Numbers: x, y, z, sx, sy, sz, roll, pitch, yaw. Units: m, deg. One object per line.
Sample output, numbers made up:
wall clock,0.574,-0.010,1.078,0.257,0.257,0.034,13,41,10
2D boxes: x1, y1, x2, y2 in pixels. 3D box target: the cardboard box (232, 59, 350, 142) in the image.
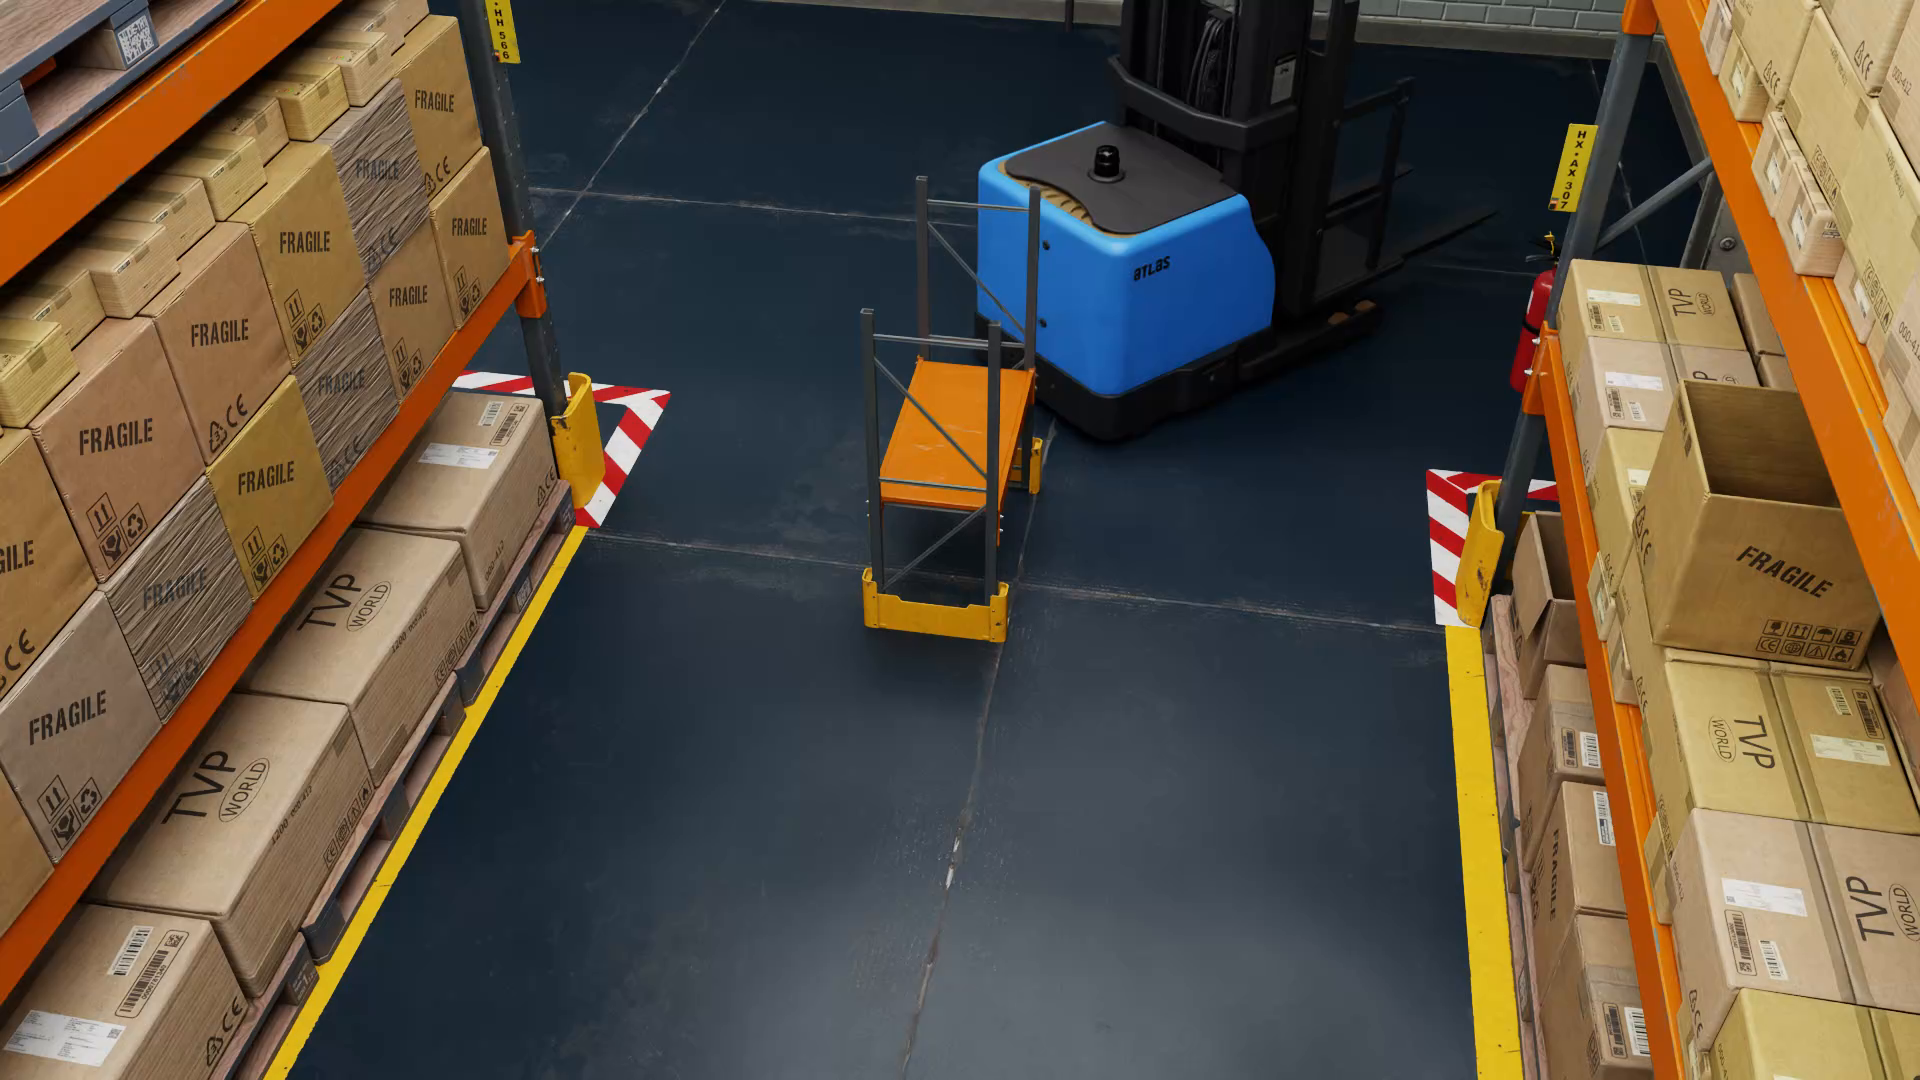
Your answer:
cardboard box,-2.154,-1.381,5.194,0.380,0.149,0.250,7,40,9

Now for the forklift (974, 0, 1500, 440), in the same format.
forklift,1.548,-2.358,7.802,3.031,2.935,1.130,-26,46,-28

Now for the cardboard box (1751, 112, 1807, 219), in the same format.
cardboard box,2.021,-0.830,3.743,0.380,0.149,0.250,6,40,8

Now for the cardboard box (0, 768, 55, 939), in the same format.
cardboard box,-2.576,0.765,3.893,0.500,0.500,0.500,8,40,9

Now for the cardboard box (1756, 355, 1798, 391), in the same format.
cardboard box,2.758,-0.312,5.158,0.500,0.250,0.500,7,40,8

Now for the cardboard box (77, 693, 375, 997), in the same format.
cardboard box,-2.547,0.950,5.428,0.875,0.438,0.875,5,40,6

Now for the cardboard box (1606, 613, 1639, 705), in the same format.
cardboard box,2.042,0.347,4.674,0.380,0.149,0.250,7,40,9

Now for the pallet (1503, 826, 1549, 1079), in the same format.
pallet,2.303,1.490,5.283,1.003,0.211,1.213,6,40,8

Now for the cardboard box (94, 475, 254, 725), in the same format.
cardboard box,-2.393,0.138,4.651,0.500,0.500,0.500,7,40,8

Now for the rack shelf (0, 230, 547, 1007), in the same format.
rack shelf,-2.569,0.091,5.351,1.077,0.370,4.000,6,40,8

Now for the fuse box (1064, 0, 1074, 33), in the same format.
fuse box,0.773,-4.163,10.942,0.539,1.711,0.414,6,40,8

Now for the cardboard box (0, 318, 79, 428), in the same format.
cardboard box,-2.396,-0.415,4.026,0.380,0.149,0.250,5,40,6

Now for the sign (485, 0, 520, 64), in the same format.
sign,-1.691,-1.911,6.112,0.100,0.325,0.005,6,40,8

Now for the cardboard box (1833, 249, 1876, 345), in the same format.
cardboard box,2.006,-0.502,3.346,0.380,0.149,0.250,7,40,8

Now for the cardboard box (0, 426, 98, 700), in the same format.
cardboard box,-2.501,0.056,3.964,0.500,0.500,0.500,6,40,7

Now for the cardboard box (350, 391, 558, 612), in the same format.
cardboard box,-2.239,-0.191,6.808,0.875,0.438,0.875,5,40,6

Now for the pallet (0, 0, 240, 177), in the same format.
pallet,-2.550,-1.329,4.219,1.003,0.211,1.213,6,40,8

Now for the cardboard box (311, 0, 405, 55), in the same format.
cardboard box,-2.108,-1.706,5.587,0.380,0.149,0.250,7,40,8

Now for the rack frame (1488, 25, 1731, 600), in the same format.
rack frame,2.666,-0.897,5.980,1.000,3.000,0.127,6,40,8

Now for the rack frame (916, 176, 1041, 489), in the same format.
rack frame,0.073,-0.844,7.093,0.500,1.500,0.032,6,40,8

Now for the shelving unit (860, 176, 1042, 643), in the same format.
shelving unit,-0.013,-0.530,6.714,0.587,1.500,1.083,6,40,8

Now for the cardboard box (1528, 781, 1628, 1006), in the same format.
cardboard box,2.091,1.131,5.160,0.500,0.500,0.500,7,40,8

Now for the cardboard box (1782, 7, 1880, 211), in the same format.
cardboard box,2.085,-0.893,3.506,0.500,0.250,0.500,6,40,7

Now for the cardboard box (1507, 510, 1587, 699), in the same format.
cardboard box,2.467,0.277,6.190,0.797,0.503,0.637,5,40,6

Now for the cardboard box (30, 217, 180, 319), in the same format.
cardboard box,-2.323,-0.728,4.405,0.380,0.149,0.250,7,40,8

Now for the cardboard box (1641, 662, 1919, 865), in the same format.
cardboard box,1.994,0.583,4.075,0.500,0.250,0.500,6,40,7

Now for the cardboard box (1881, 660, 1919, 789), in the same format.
cardboard box,2.494,0.363,3.753,0.500,0.500,0.500,5,40,6

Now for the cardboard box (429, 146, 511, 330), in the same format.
cardboard box,-2.046,-1.148,6.206,0.500,0.500,0.500,7,40,8

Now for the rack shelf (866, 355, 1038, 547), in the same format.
rack shelf,-0.015,-0.386,6.822,0.538,0.185,1.000,6,40,8

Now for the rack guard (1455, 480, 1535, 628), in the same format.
rack guard,2.653,0.114,6.719,1.175,0.500,0.348,6,40,8

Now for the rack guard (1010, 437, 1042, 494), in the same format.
rack guard,0.073,-0.361,7.491,0.587,0.250,0.087,6,40,8

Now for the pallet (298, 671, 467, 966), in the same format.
pallet,-2.498,0.907,5.987,1.003,0.211,1.213,6,40,8

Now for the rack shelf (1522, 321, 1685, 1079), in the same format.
rack shelf,2.320,0.636,4.691,1.077,0.370,4.000,6,40,8

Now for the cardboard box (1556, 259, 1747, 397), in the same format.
cardboard box,2.323,-0.698,5.625,0.500,0.250,0.500,7,40,8

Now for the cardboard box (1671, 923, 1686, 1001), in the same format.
cardboard box,1.898,0.989,3.896,0.380,0.149,0.250,7,40,9

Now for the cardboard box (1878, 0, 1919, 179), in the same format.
cardboard box,2.000,-0.772,2.967,0.500,0.250,0.500,7,40,8

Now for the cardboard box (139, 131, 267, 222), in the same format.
cardboard box,-2.255,-1.061,4.807,0.380,0.149,0.250,7,40,9

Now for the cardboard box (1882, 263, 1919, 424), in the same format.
cardboard box,1.891,-0.257,2.737,0.500,0.250,0.500,5,40,6

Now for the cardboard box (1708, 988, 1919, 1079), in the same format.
cardboard box,1.822,1.210,3.316,0.500,0.250,0.500,7,40,9

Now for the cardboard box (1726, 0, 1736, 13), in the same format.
cardboard box,2.253,-1.540,4.289,0.500,0.250,0.500,7,40,9

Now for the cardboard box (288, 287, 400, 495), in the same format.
cardboard box,-2.227,-0.511,5.435,0.500,0.500,0.500,7,40,9

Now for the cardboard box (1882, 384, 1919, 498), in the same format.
cardboard box,1.893,-0.178,2.955,0.380,0.149,0.250,6,40,8

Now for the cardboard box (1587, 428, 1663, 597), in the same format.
cardboard box,2.151,-0.063,4.857,0.500,0.250,0.500,6,40,7

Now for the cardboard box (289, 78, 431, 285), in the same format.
cardboard box,-2.133,-1.205,5.491,0.500,0.500,0.500,7,40,8

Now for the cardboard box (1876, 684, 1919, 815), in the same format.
cardboard box,2.497,0.637,4.010,0.500,0.250,0.500,7,40,9

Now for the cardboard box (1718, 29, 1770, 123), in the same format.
cardboard box,2.119,-1.145,4.124,0.380,0.149,0.250,6,40,8

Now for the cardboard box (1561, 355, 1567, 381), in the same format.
cardboard box,2.339,-0.624,5.847,0.380,0.149,0.250,6,40,7

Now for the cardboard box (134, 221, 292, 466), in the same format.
cardboard box,-2.311,-0.580,4.734,0.500,0.500,0.500,6,40,7
